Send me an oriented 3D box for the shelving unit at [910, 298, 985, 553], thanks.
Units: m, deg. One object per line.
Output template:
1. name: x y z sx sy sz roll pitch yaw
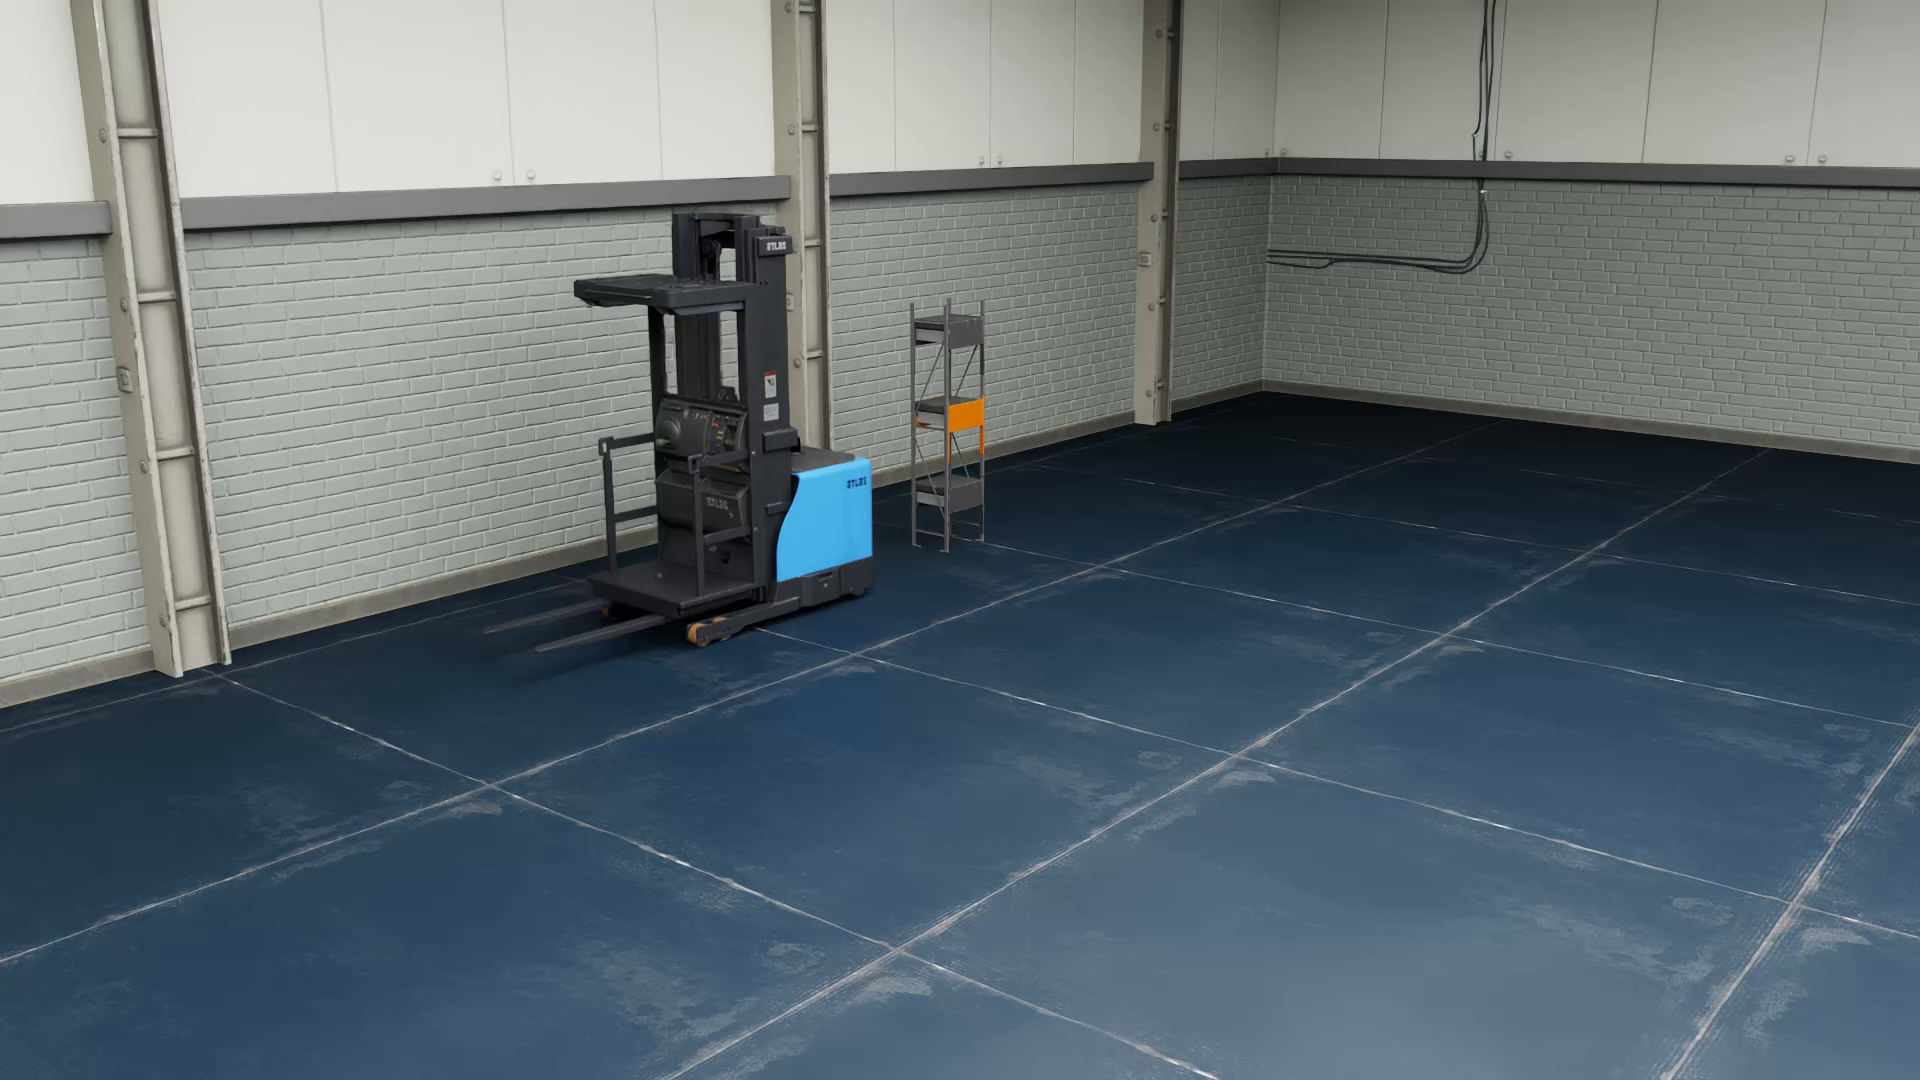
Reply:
1. shelving unit: -0.104 -0.986 14.240 0.431 2.100 0.503 11 18 38

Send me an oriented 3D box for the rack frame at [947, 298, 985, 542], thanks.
1. rack frame: 0.049 -1.033 14.424 0.400 2.100 0.015 11 18 38

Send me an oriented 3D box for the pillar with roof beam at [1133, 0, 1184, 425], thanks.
1. pillar with roof beam: 5.693 -5.141 16.585 9.100 9.000 0.400 11 18 38

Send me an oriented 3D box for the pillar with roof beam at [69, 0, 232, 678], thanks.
1. pillar with roof beam: -1.849 -2.843 7.539 9.100 9.000 0.400 11 18 38

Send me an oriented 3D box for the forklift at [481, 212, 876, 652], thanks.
1. forklift: -2.007 -0.813 11.869 1.130 2.935 3.031 12 19 40

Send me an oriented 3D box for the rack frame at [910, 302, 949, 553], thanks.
1. rack frame: -0.257 -0.939 14.056 0.400 2.100 0.015 11 18 38

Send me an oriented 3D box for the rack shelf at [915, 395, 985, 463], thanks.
1. rack shelf: -0.104 -0.973 14.243 0.431 0.518 0.480 11 18 38

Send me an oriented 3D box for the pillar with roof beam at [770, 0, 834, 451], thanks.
1. pillar with roof beam: 1.922 -3.992 12.062 9.100 9.000 0.400 11 18 38

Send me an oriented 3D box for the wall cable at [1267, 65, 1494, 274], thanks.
1. wall cable: 5.224 -4.662 21.005 3.097 2.526 0.112 11 18 38

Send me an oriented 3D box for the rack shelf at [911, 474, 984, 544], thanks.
1. rack shelf: -0.104 -0.294 14.415 0.431 0.518 0.480 11 18 38

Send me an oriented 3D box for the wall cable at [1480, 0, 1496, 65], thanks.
1. wall cable: 7.329 -6.691 18.735 3.097 2.526 0.112 11 18 38

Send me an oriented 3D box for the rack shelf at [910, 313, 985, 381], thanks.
1. rack shelf: -0.104 -1.651 14.071 0.431 0.518 0.480 11 18 38
